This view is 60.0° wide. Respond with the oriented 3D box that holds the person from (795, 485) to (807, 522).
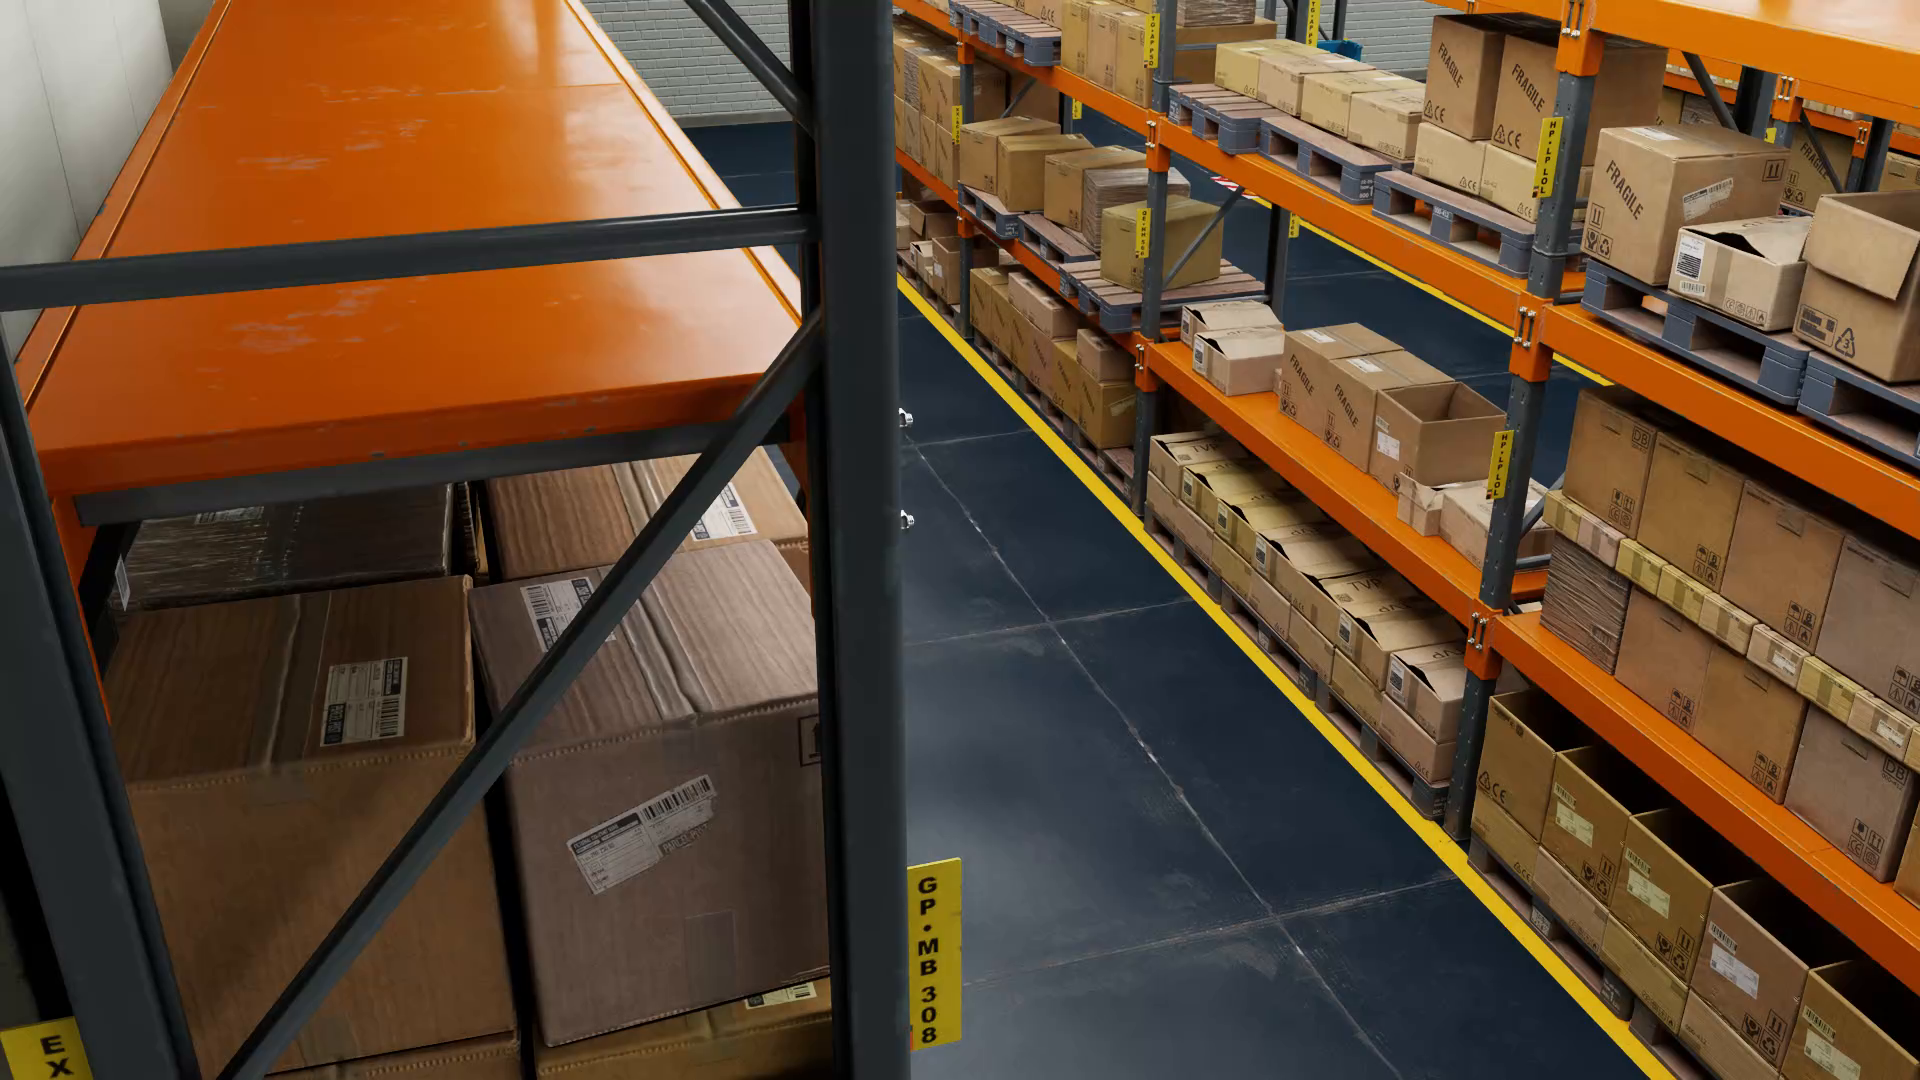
[{"bbox_3d":[-0.797,0.055,9.484,0.419,1.591,0.655,-9,27,-18],"label":"person"}]
